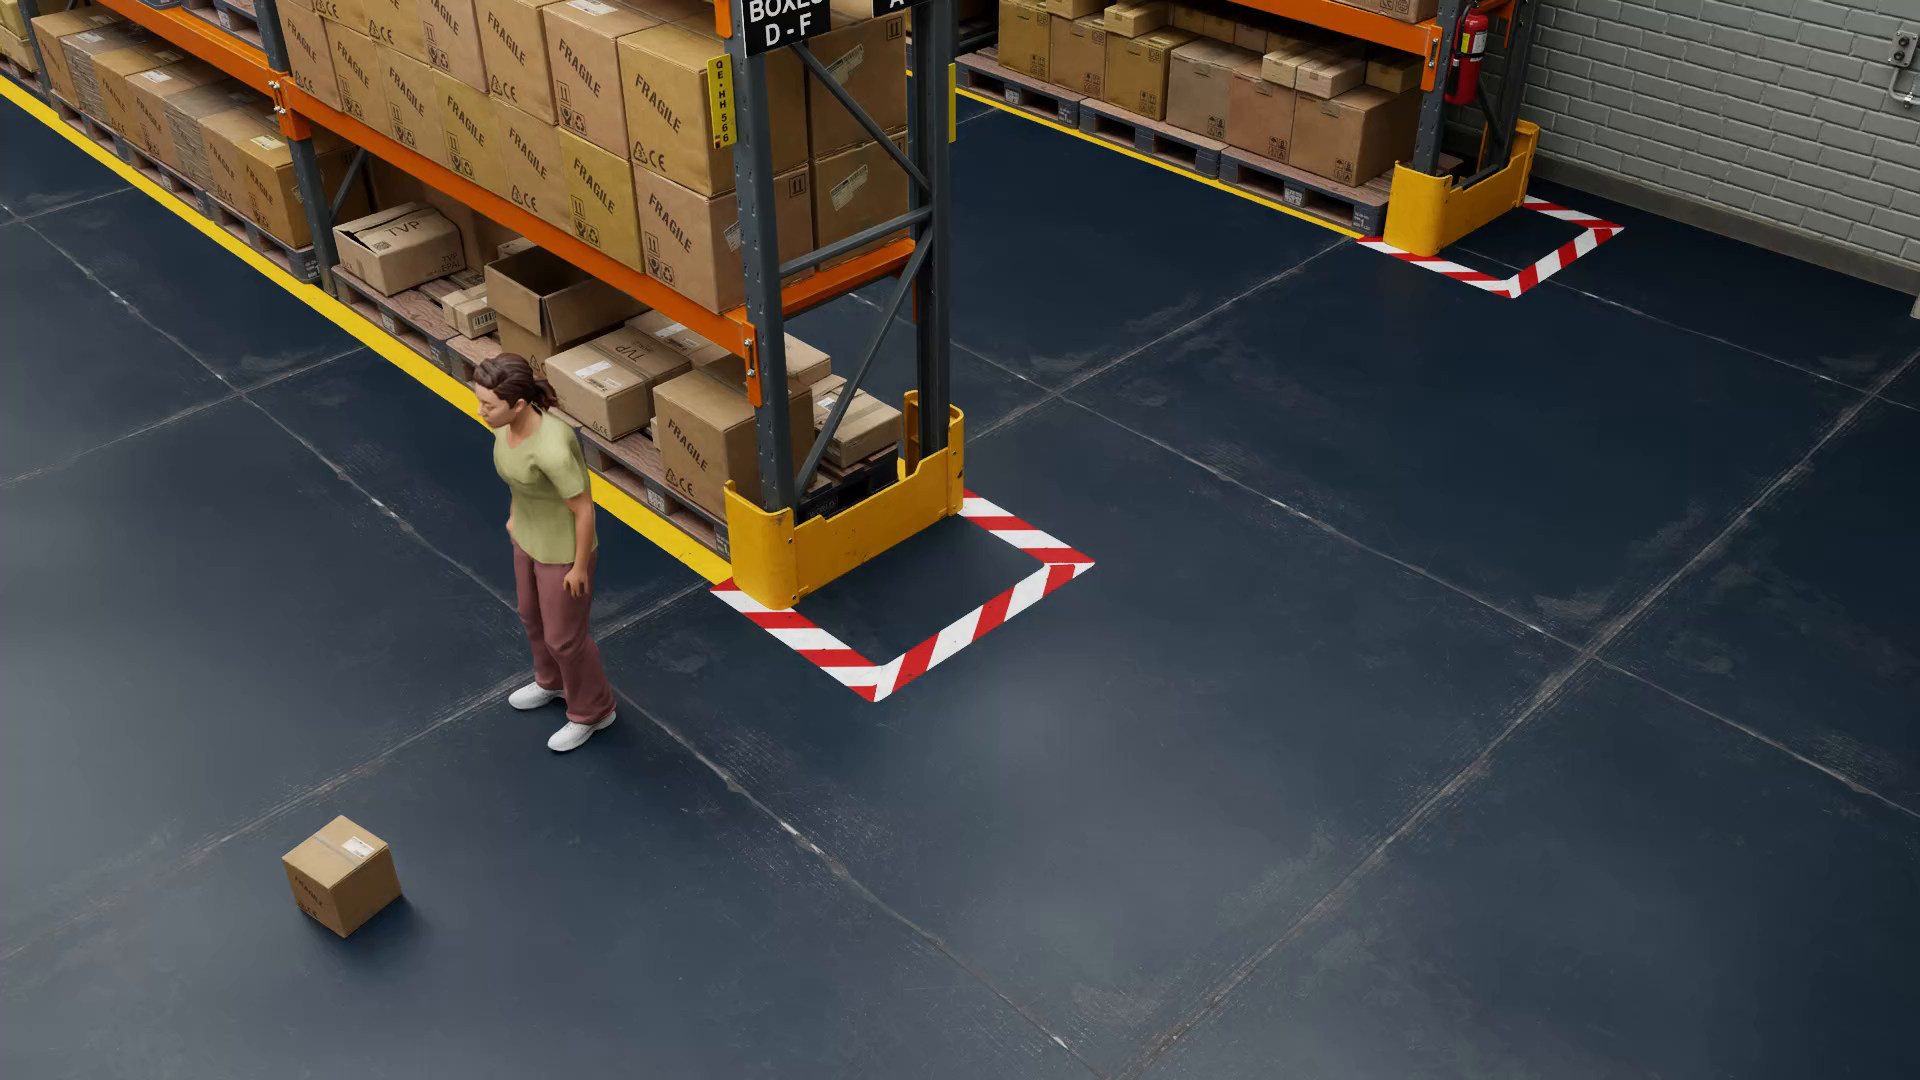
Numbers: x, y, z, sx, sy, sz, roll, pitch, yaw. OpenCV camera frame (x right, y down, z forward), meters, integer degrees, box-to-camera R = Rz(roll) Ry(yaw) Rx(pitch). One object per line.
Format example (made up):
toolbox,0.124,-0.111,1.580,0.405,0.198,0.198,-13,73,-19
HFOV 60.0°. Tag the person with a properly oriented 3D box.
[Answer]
person,-1.521,0.030,6.107,0.358,1.671,0.518,-27,43,-32
